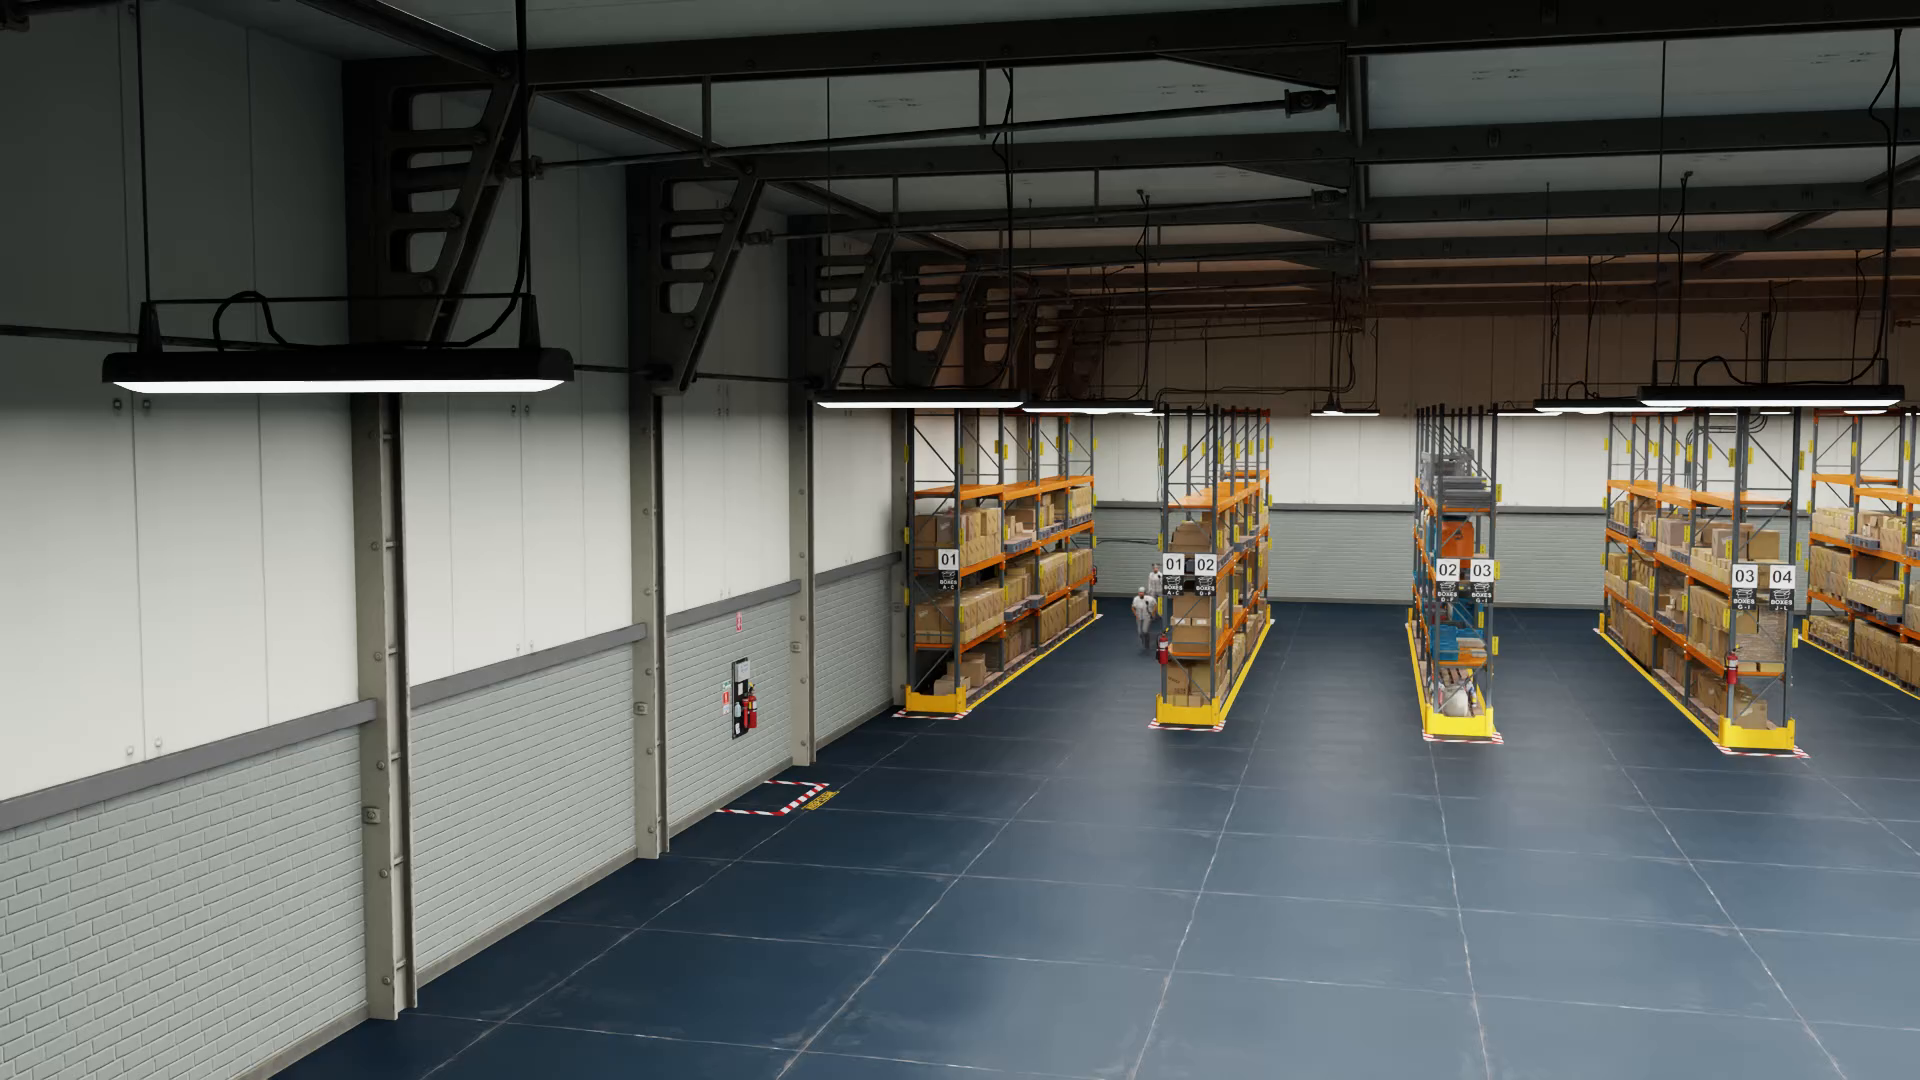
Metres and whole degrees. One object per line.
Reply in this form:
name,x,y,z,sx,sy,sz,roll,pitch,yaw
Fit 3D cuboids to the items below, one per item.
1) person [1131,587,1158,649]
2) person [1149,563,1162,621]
person,4.581,1.938,41.176,0.637,1.580,0.749,2,5,23
person,5.603,1.452,47.239,0.488,1.633,0.853,1,4,12
